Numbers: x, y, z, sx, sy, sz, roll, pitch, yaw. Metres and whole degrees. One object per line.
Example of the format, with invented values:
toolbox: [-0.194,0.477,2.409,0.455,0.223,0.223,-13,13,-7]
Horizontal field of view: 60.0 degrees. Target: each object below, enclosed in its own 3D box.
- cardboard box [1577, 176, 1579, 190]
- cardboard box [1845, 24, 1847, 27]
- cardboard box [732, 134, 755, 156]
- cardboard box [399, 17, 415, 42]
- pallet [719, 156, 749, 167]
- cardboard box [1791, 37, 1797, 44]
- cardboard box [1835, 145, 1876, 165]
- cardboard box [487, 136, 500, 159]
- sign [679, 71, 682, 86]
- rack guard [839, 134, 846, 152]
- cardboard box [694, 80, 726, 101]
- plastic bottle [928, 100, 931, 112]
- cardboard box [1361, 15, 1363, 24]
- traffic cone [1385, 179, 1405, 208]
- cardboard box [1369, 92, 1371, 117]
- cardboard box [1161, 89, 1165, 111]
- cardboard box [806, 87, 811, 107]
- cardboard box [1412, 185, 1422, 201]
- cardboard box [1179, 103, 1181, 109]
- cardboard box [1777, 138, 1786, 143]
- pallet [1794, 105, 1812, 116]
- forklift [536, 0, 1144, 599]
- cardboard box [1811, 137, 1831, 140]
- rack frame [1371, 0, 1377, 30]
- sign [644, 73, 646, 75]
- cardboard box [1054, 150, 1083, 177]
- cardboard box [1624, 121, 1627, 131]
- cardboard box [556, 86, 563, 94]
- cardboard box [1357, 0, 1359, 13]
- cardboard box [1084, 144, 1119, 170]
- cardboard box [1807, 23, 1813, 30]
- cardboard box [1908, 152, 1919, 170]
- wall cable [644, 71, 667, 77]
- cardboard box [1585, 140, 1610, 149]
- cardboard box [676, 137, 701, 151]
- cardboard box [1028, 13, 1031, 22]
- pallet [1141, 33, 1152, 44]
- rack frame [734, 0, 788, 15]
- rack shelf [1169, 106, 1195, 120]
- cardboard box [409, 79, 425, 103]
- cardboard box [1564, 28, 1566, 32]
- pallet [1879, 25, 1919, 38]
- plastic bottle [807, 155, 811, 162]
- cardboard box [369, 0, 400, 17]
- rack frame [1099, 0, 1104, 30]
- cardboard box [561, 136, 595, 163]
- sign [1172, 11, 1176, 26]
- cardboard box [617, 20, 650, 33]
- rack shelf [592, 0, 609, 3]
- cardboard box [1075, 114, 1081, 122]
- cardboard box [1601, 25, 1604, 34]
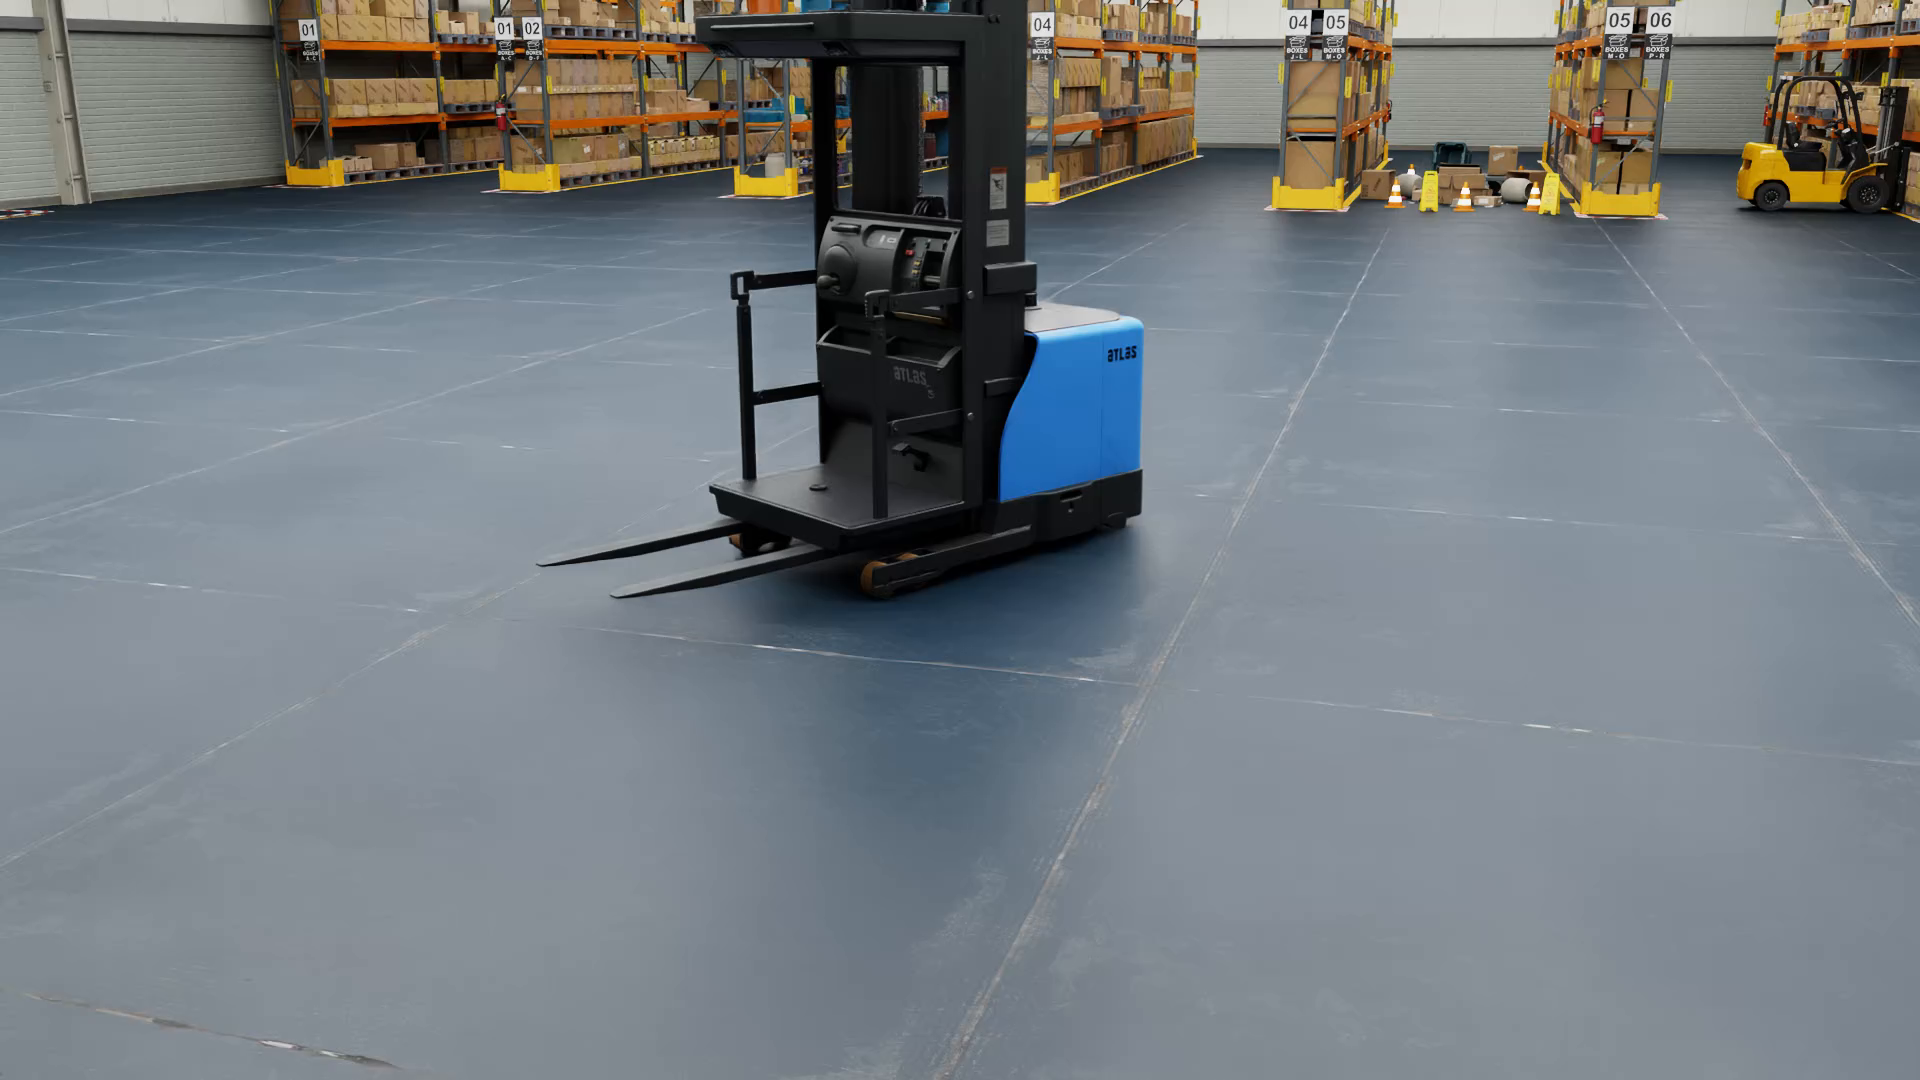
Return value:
cardboard box: [11.077,-6.226,29.050,0.500,0.250,0.500,4,16,15]
cardboard box: [17.652,-10.162,32.708,0.380,0.149,0.250,4,16,15]
cardboard box: [-5.374,-9.718,40.868,0.500,0.500,0.500,4,16,15]
cardboard box: [-12.018,-10.898,35.538,0.500,0.500,0.500,3,16,11]
pallet: [-5.820,-9.194,40.358,1.003,0.211,1.213,5,16,16]
cardboard box: [19.055,-11.313,37.679,0.380,0.149,0.250,5,17,17]
cardboard box: [17.500,-7.319,32.220,0.875,0.625,0.625,5,17,18]
cardboard box: [-11.345,-9.285,39.343,0.700,0.500,0.500,5,16,16]
sign: [-6.591,-10.902,39.292,0.100,0.325,0.005,5,16,16]
rack guard: [-3.816,-11.214,46.949,1.175,0.500,0.348,5,16,16]
cardboard box: [-5.997,-10.767,39.840,0.700,0.500,0.500,-1,16,-3]
plastic bottle: [-0.756,-10.108,38.696,0.152,0.276,0.135,5,16,16]
cardboard box: [7.150,-9.503,30.347,0.380,0.149,0.250,5,17,17]
traffic cone: [7.394,-5.879,28.207,0.336,0.463,0.334,5,16,16]
cardboard box: [8.285,-9.073,34.636,0.500,0.500,0.500,5,16,16]
cardboard box: [4.547,-10.396,39.303,0.500,0.500,0.500,5,17,18]
cardboard box: [-4.239,-11.815,44.305,0.500,0.500,0.500,5,16,16]
cardboard box: [8.296,-6.209,29.733,0.396,0.266,0.258,8,18,25]
cardboard box: [5.336,-10.891,41.689,0.380,0.149,0.250,5,17,17]
cardboard box: [19.172,-9.010,38.411,0.500,0.500,0.500,5,17,17]
pallet: [18.495,-9.175,35.533,1.003,0.211,1.213,5,16,16]
forklift: [-0.491,-1.309,7.575,3.031,2.935,1.130,-14,21,-41]
cardboard box: [18.338,-8.487,35.378,0.380,0.149,0.250,4,16,15]
rack frame: [8.155,-12.049,34.319,1.000,3.000,0.127,5,16,16]
sign: [-9.076,-13.319,48.057,0.100,0.325,0.005,5,16,16]
cardboard box: [2.140,-7.426,32.824,0.500,0.500,0.500,4,16,14]
cardboard box: [11.009,-6.732,27.027,0.380,0.149,0.250,5,17,17]
cardboard box: [-7.951,-8.766,32.365,0.380,0.149,0.250,4,16,14]
cardboard box: [6.694,-9.337,29.030,0.500,0.250,0.500,5,16,16]
cardboard box: [2.957,-8.112,35.205,0.700,0.500,0.500,6,17,21]
cardboard box: [18.254,-10.928,35.372,0.380,0.149,0.250,5,17,16]
cardboard box: [15.522,-6.101,26.777,0.500,0.250,0.500,5,17,17]
wall cable: [-9.088,-13.717,49.330,0.084,1.984,1.851,5,16,16]
cardboard box: [10.748,-6.661,28.024,0.380,0.149,0.250,5,17,17]
cardboard box: [-6.269,-9.068,38.044,0.500,0.311,0.500,5,16,16]
cardboard box: [1.121,-9.200,29.315,0.380,0.149,0.250,4,16,14]
pallet: [3.561,-11.099,36.812,1.213,0.211,1.003,5,17,18]
rack frame: [-3.594,-10.751,29.744,1.000,3.000,0.127,5,16,16]
rack shelf: [5.134,-10.798,42.220,1.077,0.370,4.000,5,16,16]
cardboard box: [-11.930,-9.700,35.893,0.500,0.500,0.500,5,16,16]
cardboard box: [13.941,-11.673,37.782,0.396,0.266,0.258,5,17,18]
pallet: [16.791,-8.958,29.269,0.805,0.209,1.217,4,16,14]
plastic bottle: [-3.084,-7.670,33.922,0.144,0.351,0.185,5,17,17]
cardboard box: [-12.122,-11.228,34.869,0.500,0.500,0.500,4,16,14]
rack frame: [2.292,-11.414,32.079,1.000,3.000,0.127,5,16,16]
cardboard box: [-7.706,-7.876,33.496,0.500,0.500,0.500,5,16,16]
sign: [5.088,-12.424,39.615,0.100,0.325,0.005,5,16,16]
cardboard box: [-7.021,-11.030,35.729,0.500,0.250,0.500,6,17,22]
rack shelf: [-10.250,-13.597,41.829,1.077,0.370,4.000,5,16,16]
cardboard box: [2.072,-7.937,31.274,0.380,0.149,0.250,5,16,16]
cardboard box: [10.529,-8.218,26.768,0.380,0.149,0.250,5,17,16]
